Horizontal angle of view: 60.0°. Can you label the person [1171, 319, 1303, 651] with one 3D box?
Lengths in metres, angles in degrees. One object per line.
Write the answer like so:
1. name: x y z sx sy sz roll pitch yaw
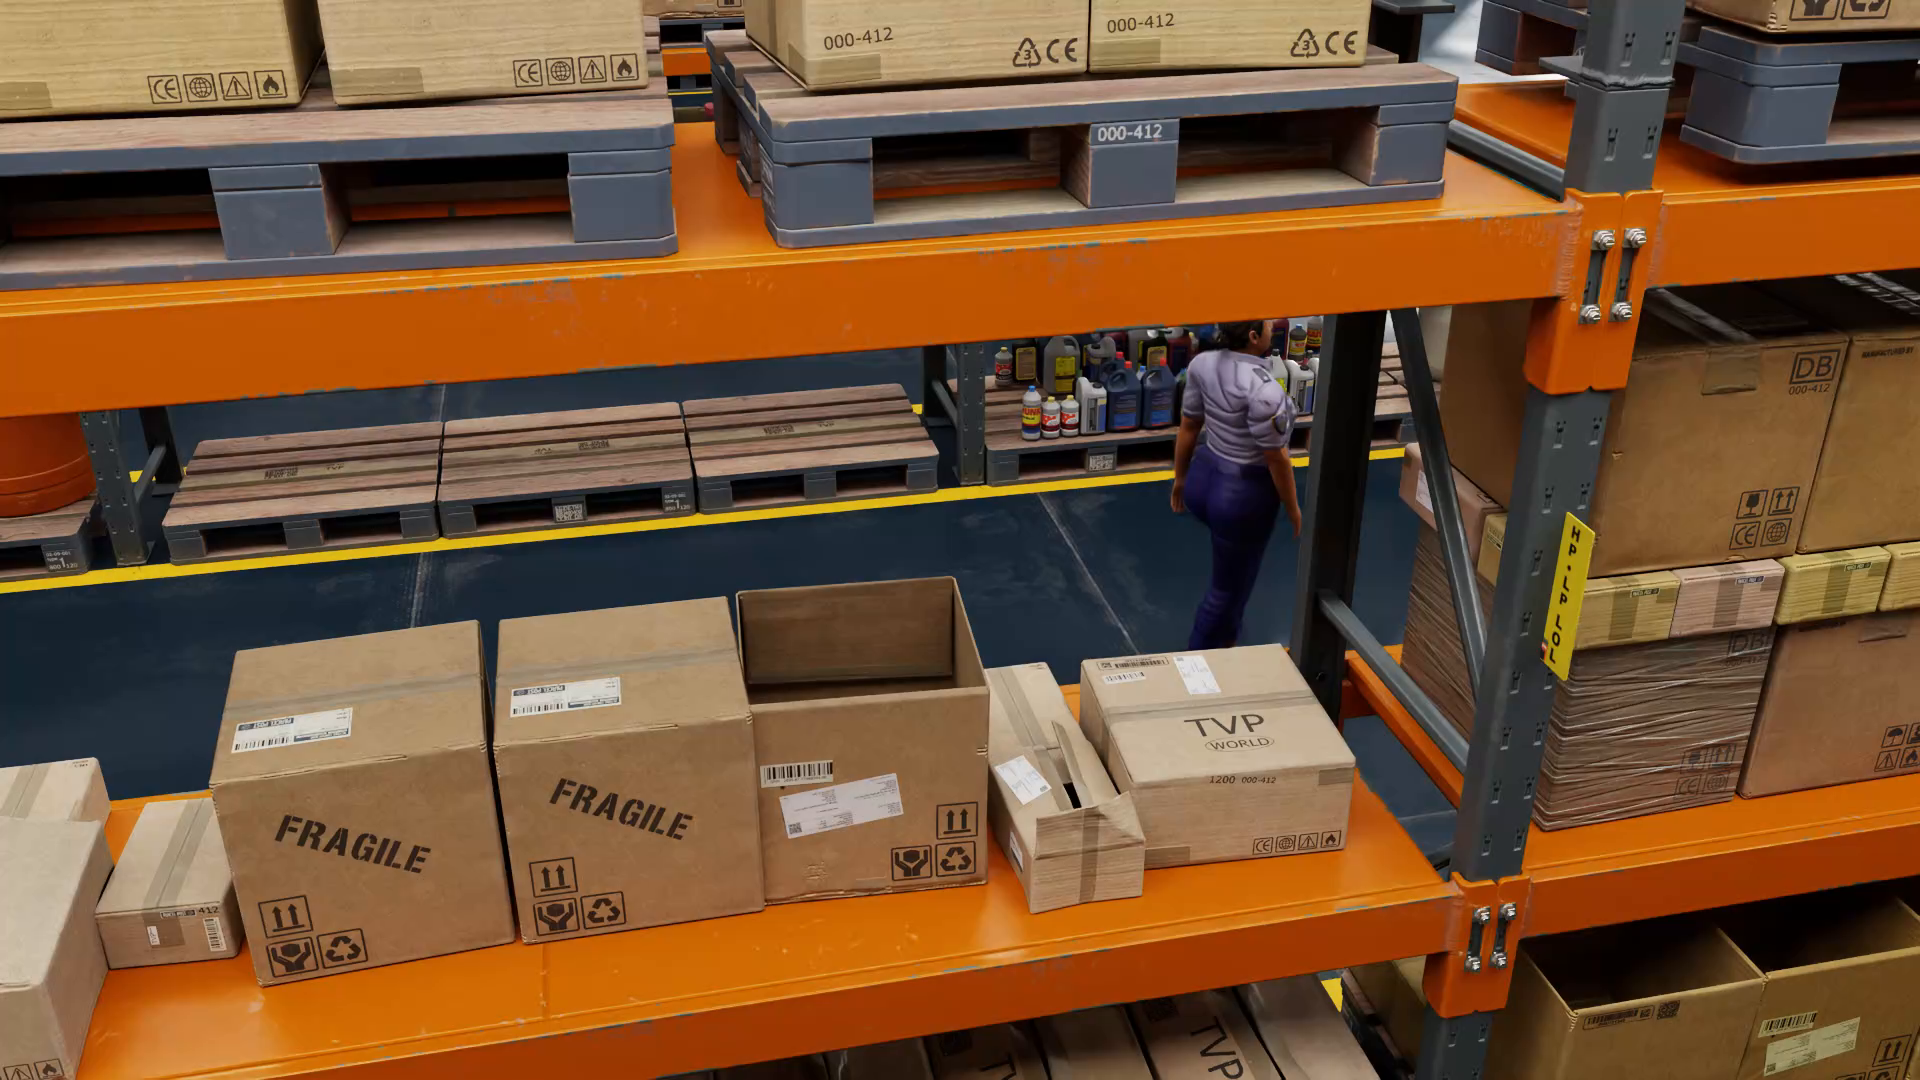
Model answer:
1. person: 1.081 -0.137 6.433 0.526 1.689 0.523 -14 30 -25
